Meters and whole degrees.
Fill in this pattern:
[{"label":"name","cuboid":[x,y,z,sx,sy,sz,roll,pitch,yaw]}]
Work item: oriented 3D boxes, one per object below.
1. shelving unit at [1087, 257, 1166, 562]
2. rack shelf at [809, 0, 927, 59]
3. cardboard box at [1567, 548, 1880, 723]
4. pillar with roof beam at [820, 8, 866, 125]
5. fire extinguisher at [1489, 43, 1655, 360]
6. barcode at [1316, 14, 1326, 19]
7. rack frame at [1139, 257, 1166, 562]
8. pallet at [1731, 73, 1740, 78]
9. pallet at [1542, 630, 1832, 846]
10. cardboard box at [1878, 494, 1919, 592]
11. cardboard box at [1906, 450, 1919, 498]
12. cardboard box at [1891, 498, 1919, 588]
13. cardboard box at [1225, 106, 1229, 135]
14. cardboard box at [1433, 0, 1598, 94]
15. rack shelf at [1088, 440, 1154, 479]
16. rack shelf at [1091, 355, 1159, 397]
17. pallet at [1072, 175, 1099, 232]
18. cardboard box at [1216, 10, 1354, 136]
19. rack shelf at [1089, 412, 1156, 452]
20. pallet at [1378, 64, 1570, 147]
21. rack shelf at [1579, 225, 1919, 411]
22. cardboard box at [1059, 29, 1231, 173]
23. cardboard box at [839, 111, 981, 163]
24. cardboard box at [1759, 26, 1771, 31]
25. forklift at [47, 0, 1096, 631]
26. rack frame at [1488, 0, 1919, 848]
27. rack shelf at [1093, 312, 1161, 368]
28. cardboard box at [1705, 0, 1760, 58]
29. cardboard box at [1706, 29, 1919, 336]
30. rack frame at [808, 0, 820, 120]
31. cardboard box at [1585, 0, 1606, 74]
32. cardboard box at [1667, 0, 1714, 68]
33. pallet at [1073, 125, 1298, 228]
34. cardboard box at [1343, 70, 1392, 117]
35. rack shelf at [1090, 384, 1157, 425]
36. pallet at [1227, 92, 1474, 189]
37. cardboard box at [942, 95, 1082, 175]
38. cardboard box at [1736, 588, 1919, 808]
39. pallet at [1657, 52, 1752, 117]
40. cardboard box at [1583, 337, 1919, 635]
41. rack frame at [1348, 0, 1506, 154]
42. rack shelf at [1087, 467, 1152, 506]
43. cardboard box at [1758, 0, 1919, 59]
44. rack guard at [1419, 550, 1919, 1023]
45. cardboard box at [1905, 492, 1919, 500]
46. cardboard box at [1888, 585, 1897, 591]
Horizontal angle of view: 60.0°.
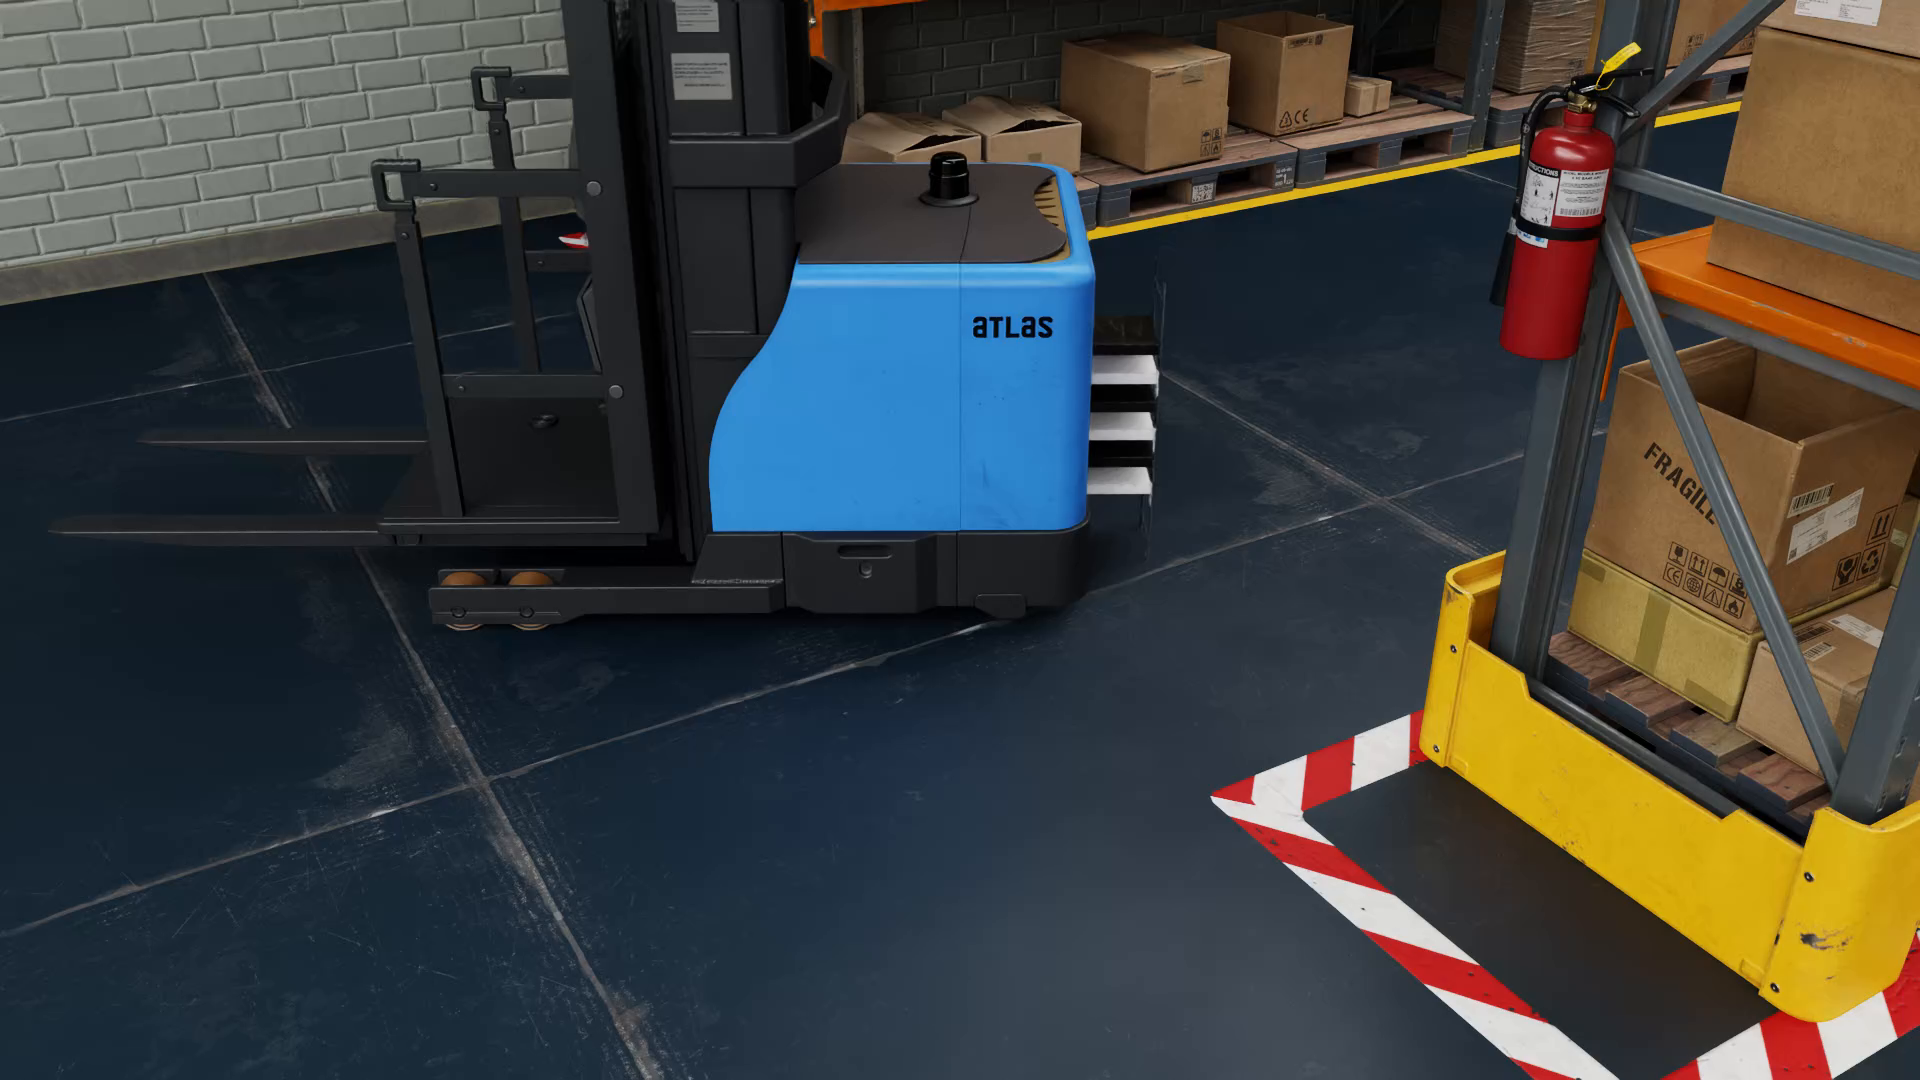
[{"label":"shelving unit","cuboid":[0.476,-0.383,5.013,0.210,0.900,0.258,0,29,0]},{"label":"rack shelf","cuboid":[0.835,-2.832,8.021,4.000,0.370,1.077,-16,33,-26]},{"label":"cardboard box","cuboid":[1.936,0.171,4.246,0.500,0.250,0.500,-16,33,-26]},{"label":"pillar with roof beam","cuboid":[1.457,-4.022,3.224,0.400,9.000,9.100,-16,33,-26]},{"label":"fire extinguisher","cuboid":[1.286,-0.725,3.539,0.183,0.674,0.296,-16,33,-26]},{"label":"barcode","cuboid":[1.972,-2.842,9.096,0.075,0.075,0.001,-16,33,-26]},{"label":"rack frame","cuboid":[0.578,-0.383,5.013,0.006,0.900,0.240,0,29,0]},{"label":"pallet","cuboid":[5.334,-3.204,10.837,1.213,0.211,1.003,-16,33,-26]},{"label":"pallet","cuboid":[2.262,0.422,4.267,1.213,0.211,1.003,-16,33,-26]},{"label":"cardboard box","cuboid":[2.361,0.044,4.477,0.500,0.250,0.500,-16,33,-26]},{"label":"cardboard box","cuboid":[2.790,-0.409,4.521,0.500,0.500,0.500,-16,33,-26]},{"label":"cardboard box","cuboid":[2.629,-0.064,3.897,0.500,0.500,0.500,-16,33,-26]},{"label":"cardboard box","cuboid":[1.170,-2.197,8.622,0.250,0.149,0.380,-19,34,-30]},{"label":"cardboard box","cuboid":[3.186,-2.921,9.571,0.500,0.500,0.700,-15,32,-25]},{"label":"rack shelf","cuboid":[0.476,-0.275,5.072,0.200,0.077,0.258,0,29,0]},{"label":"rack shelf","cuboid":[0.476,-0.511,4.942,0.200,0.077,0.258,0,29,0]},{"label":"pallet","cuboid":[-0.105,-1.639,8.001,1.213,0.211,1.003,-16,33,-26]},{"label":"cardboard box","cuboid":[1.685,-2.464,8.741,0.500,0.500,0.500,-19,34,-30]},{"label":"rack shelf","cuboid":[0.476,-0.354,5.029,0.200,0.077,0.258,0,29,0]},{"label":"pallet","cuboid":[3.230,-2.606,9.754,1.213,0.211,1.003,-16,33,-26]},{"label":"rack shelf","cuboid":[3.348,-0.769,4.283,4.000,0.370,1.077,-16,33,-26]},{"label":"cardboard box","cuboid":[0.902,-2.185,8.237,0.500,0.500,0.700,-18,34,-29]},{"label":"cardboard box","cuboid":[-0.247,-1.804,7.742,0.500,0.311,0.500,-20,35,-32]},{"label":"cardboard box","cuboid":[4.911,-3.438,10.507,0.500,0.500,0.700,-16,33,-26]},{"label":"forklift","cuboid":[-1.147,-1.280,4.535,3.031,2.935,1.130,0,29,0]},{"label":"rack frame","cuboid":[1.624,-0.594,3.222,0.127,3.000,1.000,-16,33,-26]},{"label":"rack shelf","cuboid":[0.476,-0.590,4.898,0.200,0.077,0.258,0,29,0]},{"label":"cardboard box","cuboid":[4.497,-3.304,10.265,0.500,0.500,0.700,-16,33,-27]},{"label":"cardboard box","cuboid":[2.033,-0.747,3.396,0.500,0.500,0.700,-16,33,-26]},{"label":"rack frame","cuboid":[-0.889,-2.657,6.960,0.127,3.000,1.000,-16,33,-26]},{"label":"cardboard box","cuboid":[3.606,-3.069,9.838,0.500,0.500,0.700,-17,33,-27]},{"label":"cardboard box","cuboid":[4.066,-3.177,10.034,0.500,0.500,0.700,-15,32,-26]},{"label":"pallet","cuboid":[0.945,-1.936,8.539,1.213,0.211,1.003,-16,33,-26]},{"label":"cardboard box","cuboid":[2.113,-2.445,9.053,0.250,0.166,0.380,-21,35,-33]},{"label":"rack shelf","cuboid":[0.476,-0.433,4.985,0.200,0.077,0.258,0,29,0]},{"label":"pallet","cuboid":[1.998,-2.236,9.083,1.213,0.211,1.003,-16,33,-26]},{"label":"cardboard box","cuboid":[0.244,-1.944,7.995,0.500,0.311,0.500,-13,31,-22]},{"label":"cardboard box","cuboid":[2.199,0.387,3.855,0.500,0.250,0.500,-16,33,-26]},{"label":"pallet","cuboid":[4.283,-2.907,10.299,1.213,0.211,1.003,-16,33,-26]},{"label":"cardboard box","cuboid":[1.935,-0.158,4.067,0.500,0.500,0.500,-16,33,-26]},{"label":"rack frame","cuboid":[2.559,-3.636,8.734,0.127,3.000,1.000,-16,33,-26]},{"label":"rack shelf","cuboid":[0.476,-0.196,5.116,0.200,0.077,0.258,0,29,0]},{"label":"cardboard box","cuboid":[1.856,-1.095,3.355,0.250,0.149,0.380,-16,33,-27]},{"label":"rack guard","cuboid":[1.603,0.506,3.816,0.348,0.500,1.175,-16,33,-26]},{"label":"cardboard box","cuboid":[2.791,-0.079,4.700,0.500,0.250,0.500,-16,33,-26]},{"label":"cardboard box","cuboid":[2.628,0.263,4.080,0.500,0.250,0.500,-16,33,-26]}]
